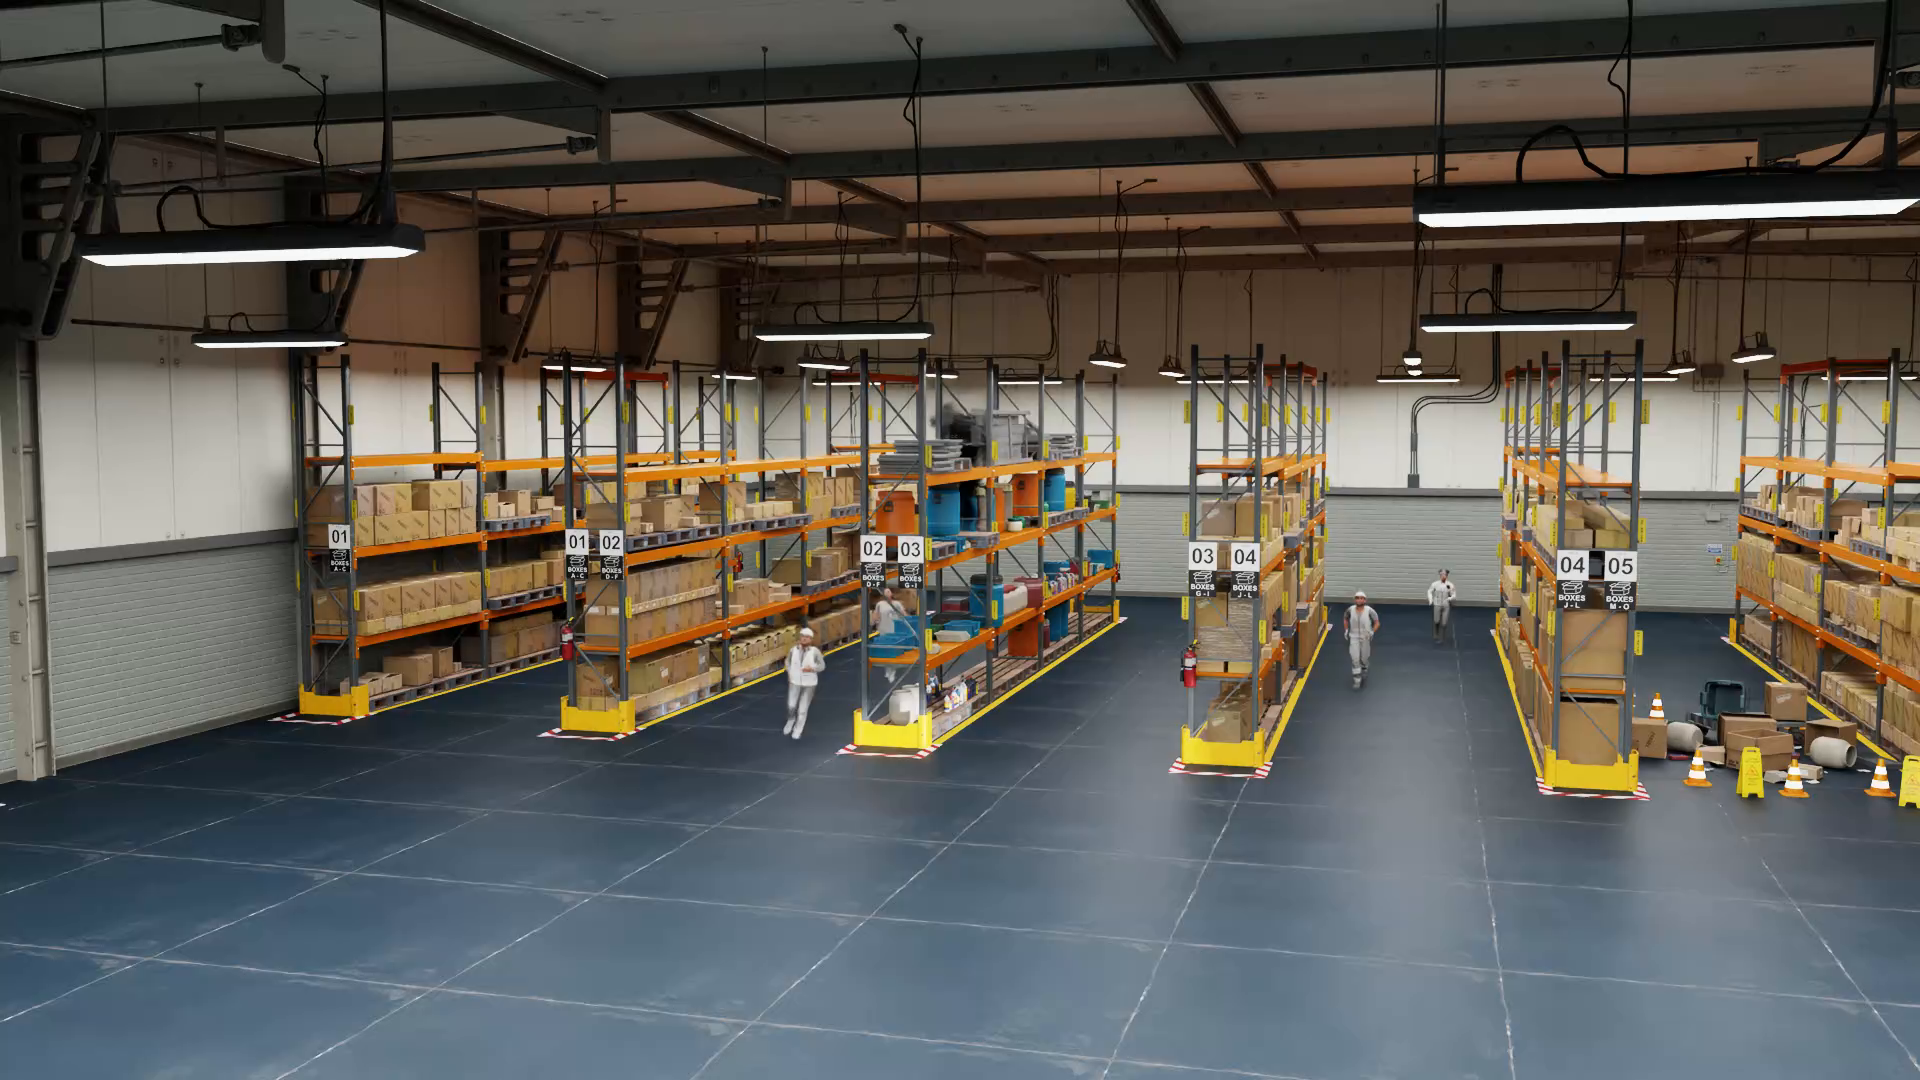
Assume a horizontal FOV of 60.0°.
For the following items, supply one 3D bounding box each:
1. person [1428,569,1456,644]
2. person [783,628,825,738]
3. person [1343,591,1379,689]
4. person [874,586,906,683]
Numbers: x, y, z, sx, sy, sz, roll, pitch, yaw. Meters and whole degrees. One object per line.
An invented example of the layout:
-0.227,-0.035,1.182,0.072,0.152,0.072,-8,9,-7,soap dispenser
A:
10.528,1.451,36.334,0.604,1.657,0.534,1,4,15,person
-2.419,2.223,25.732,0.667,1.725,0.566,0,4,2,person
7.406,1.825,30.752,0.673,1.775,0.817,1,4,18,person
-1.285,1.681,29.611,0.547,1.720,0.623,1,4,15,person
